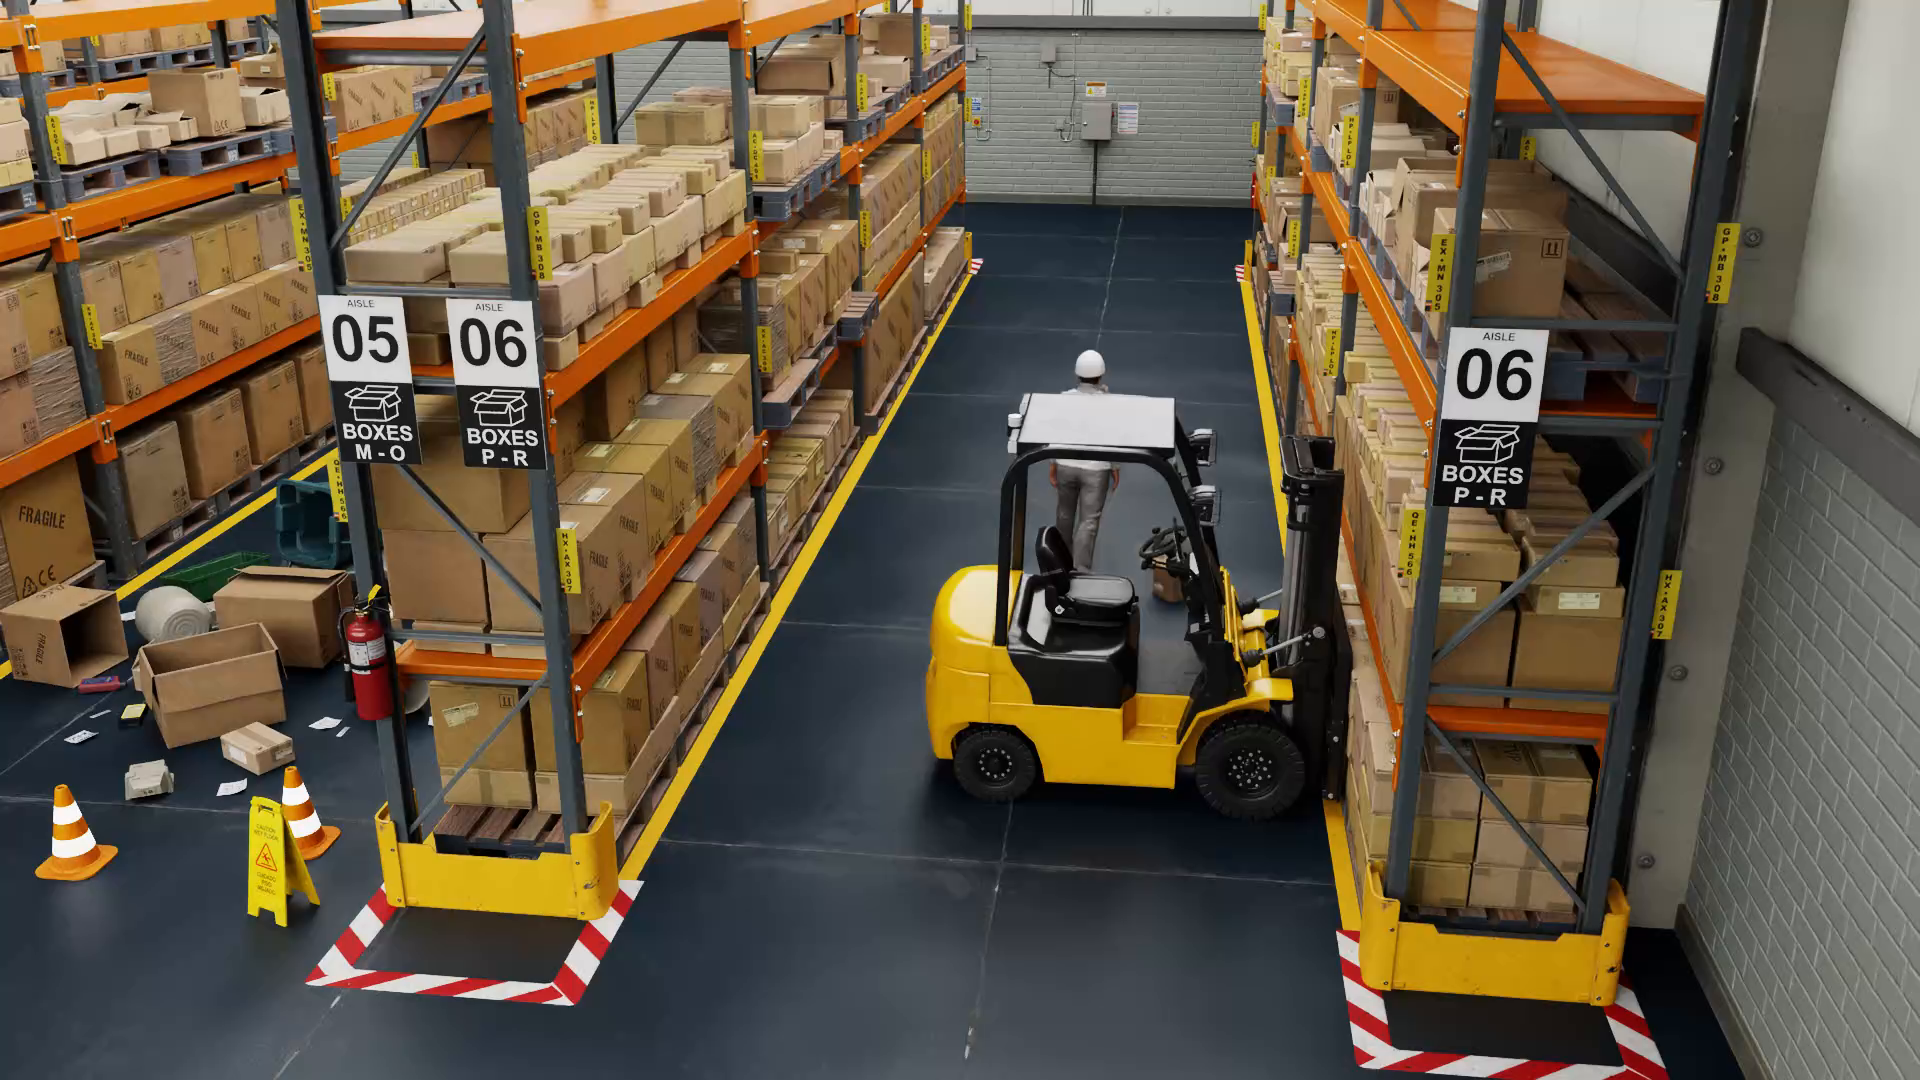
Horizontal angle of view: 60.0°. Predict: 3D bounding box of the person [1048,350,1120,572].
[{"bbox_3d":[0.925,-0.593,12.562,0.679,1.736,0.841,11,23,26],"label":"person"}]
